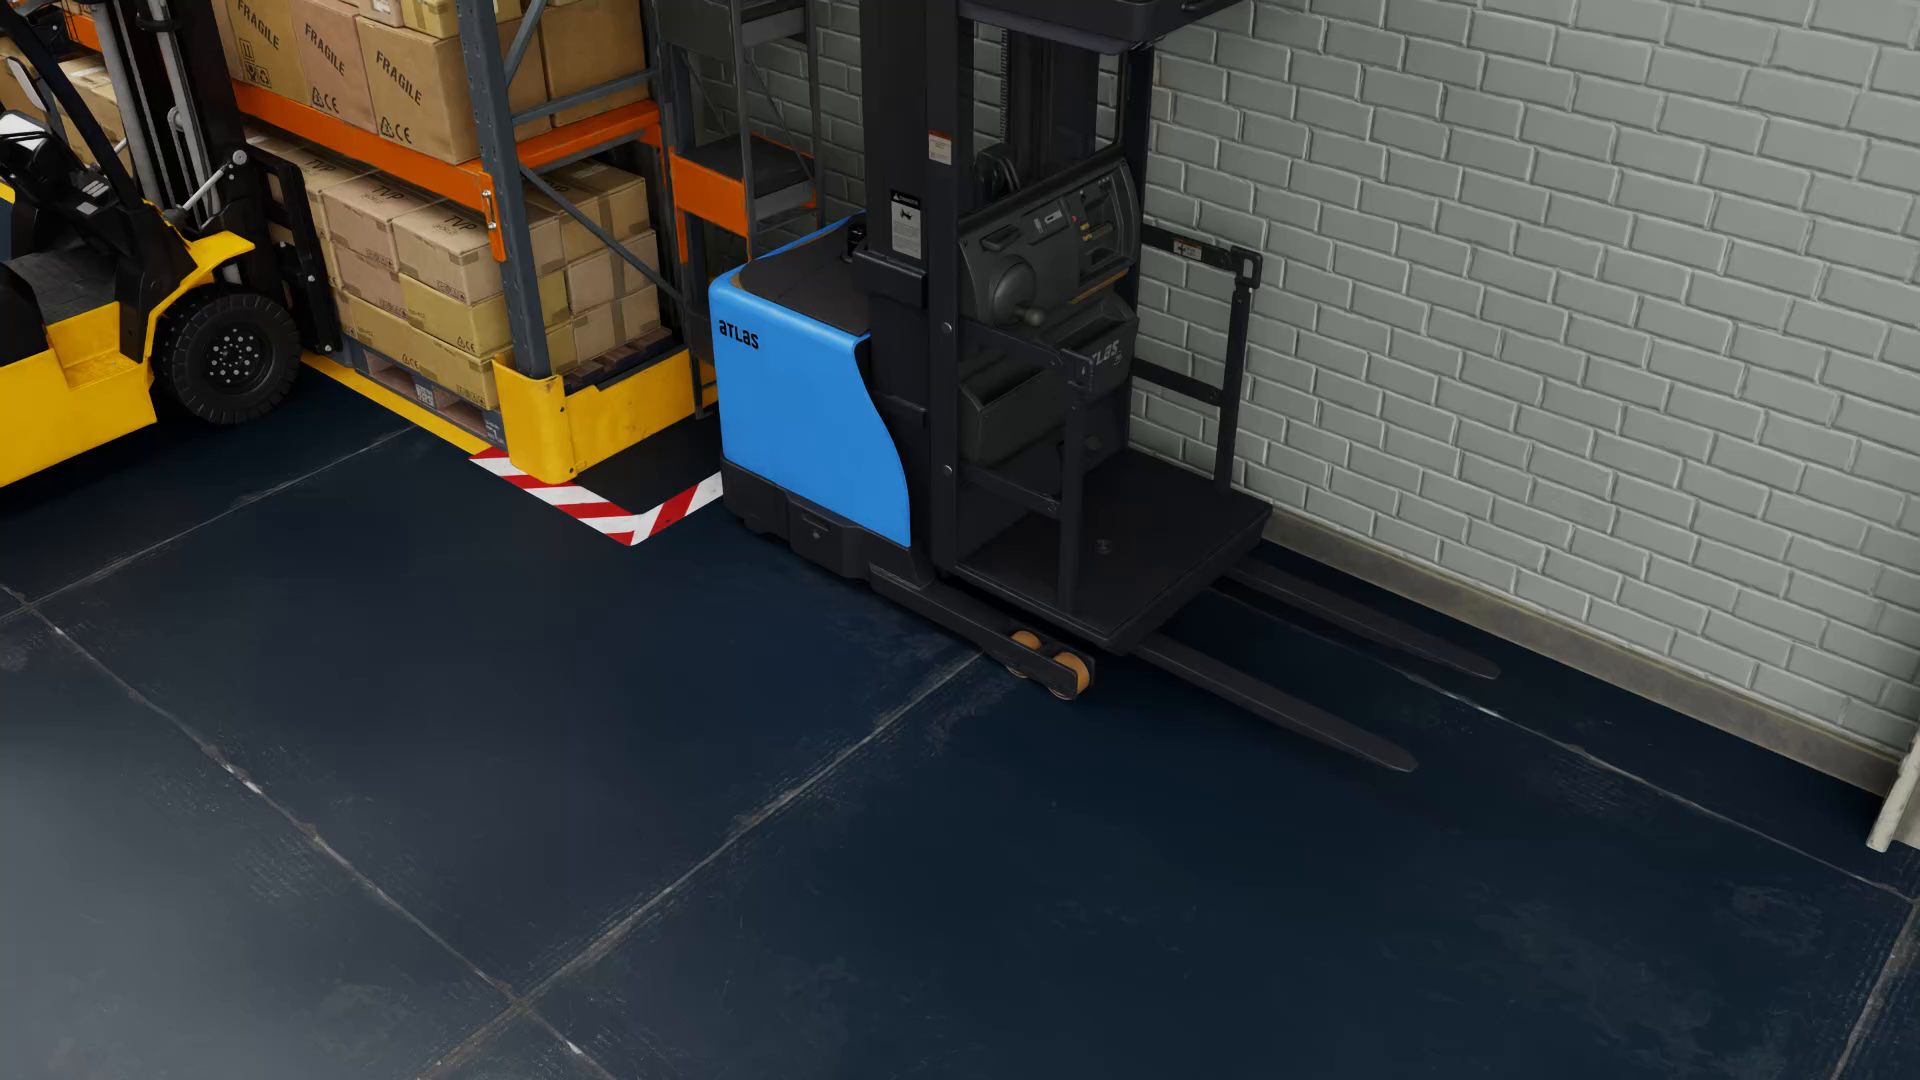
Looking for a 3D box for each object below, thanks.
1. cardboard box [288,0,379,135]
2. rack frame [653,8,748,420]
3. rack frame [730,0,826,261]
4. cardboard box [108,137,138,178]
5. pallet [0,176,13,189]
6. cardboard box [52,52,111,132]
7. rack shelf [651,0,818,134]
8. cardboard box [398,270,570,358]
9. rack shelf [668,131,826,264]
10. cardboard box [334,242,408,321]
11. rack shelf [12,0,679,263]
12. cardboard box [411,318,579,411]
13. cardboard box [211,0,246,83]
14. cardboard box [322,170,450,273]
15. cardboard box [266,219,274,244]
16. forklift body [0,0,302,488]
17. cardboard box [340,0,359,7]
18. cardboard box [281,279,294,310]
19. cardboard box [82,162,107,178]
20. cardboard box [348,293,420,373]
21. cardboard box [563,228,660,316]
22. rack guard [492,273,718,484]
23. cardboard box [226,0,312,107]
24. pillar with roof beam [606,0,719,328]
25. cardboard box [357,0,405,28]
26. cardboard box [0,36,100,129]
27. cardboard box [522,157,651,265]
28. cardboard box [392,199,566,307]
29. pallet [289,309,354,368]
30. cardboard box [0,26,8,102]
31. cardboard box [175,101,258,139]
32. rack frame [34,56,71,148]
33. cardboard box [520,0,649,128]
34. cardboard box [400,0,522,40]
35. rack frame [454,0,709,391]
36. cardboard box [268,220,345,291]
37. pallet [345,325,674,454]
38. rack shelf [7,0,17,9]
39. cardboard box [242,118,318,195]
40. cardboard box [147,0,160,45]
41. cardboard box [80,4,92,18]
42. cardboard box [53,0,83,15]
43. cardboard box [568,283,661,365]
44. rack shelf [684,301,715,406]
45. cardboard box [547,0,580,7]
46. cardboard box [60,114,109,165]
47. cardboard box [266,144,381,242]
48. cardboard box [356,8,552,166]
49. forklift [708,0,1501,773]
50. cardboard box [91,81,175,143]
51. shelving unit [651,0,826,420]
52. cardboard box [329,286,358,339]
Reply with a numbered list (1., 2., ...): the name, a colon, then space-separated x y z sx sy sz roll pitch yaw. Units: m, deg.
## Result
1. cardboard box: -2.442 -2.081 7.042 0.500 0.500 0.500 27 43 33
2. rack frame: -1.054 -1.491 7.066 0.015 2.100 0.400 29 44 35
3. rack frame: -0.705 -1.298 6.785 0.015 2.100 0.400 29 44 35
4. cardboard box: -4.014 -1.987 8.610 0.500 0.250 0.500 25 42 32
5. pallet: -5.168 -2.333 9.960 1.213 0.211 1.003 25 42 32
6. cardboard box: -4.406 -2.372 8.729 0.500 0.250 0.500 25 41 31
7. rack shelf: -0.879 -1.960 6.537 0.480 0.518 0.431 29 44 35
8. cardboard box: -2.077 -1.069 7.274 0.500 0.250 0.500 25 41 31
9. rack shelf: -0.879 -1.383 6.933 0.480 0.518 0.431 29 44 35
10. cardboard box: -2.455 -1.256 7.545 0.500 0.250 0.500 25 42 31
11. rack shelf: -3.040 -2.211 7.956 4.000 0.370 1.077 25 42 32
12. cardboard box: -2.066 -0.856 7.404 0.500 0.250 0.500 26 42 32
13. cardboard box: -3.229 -2.443 7.570 0.500 0.500 0.500 26 42 32
14. cardboard box: -2.452 -1.449 7.385 0.500 0.250 0.500 26 42 33
15. cardboard box: -3.248 -1.616 8.070 0.500 0.250 0.500 25 42 32
16. forklift body: -4.127 -1.327 6.782 1.214 2.155 2.313 25 42 32
17. cardboard box: -2.324 -2.296 6.782 0.250 0.149 0.380 26 42 33
18. cardboard box: -3.234 -1.404 8.202 0.500 0.250 0.500 27 43 33
19. cardboard box: -4.417 -1.953 9.002 0.500 0.250 0.500 26 42 32
20. cardboard box: -2.442 -1.040 7.673 0.500 0.250 0.500 25 42 32
21. cardboard box: -1.731 -1.290 7.595 0.500 0.250 0.500 26 42 33
22. rack guard: -1.484 -0.744 7.392 0.348 0.500 1.175 25 42 32
23. cardboard box: -2.836 -2.266 7.312 0.500 0.500 0.500 24 41 31
24. pillar with roof beam: -4.215 -3.028 3.210 0.400 9.000 9.100 25 42 32
25. cardboard box: -2.164 -2.175 6.607 0.250 0.149 0.380 26 42 33
26. cardboard box: -4.985 -2.611 9.628 0.625 0.625 0.875 27 43 34
27. cardboard box: -1.751 -1.492 7.447 0.500 0.250 0.500 25 41 31
28. cardboard box: -2.056 -1.266 7.119 0.500 0.250 0.500 27 43 33
29. pallet: -3.050 -1.335 8.507 1.213 0.211 1.003 25 42 32
30. cardboard box: -5.576 -2.895 10.043 0.625 0.625 0.875 25 42 31
31. cardboard box: -3.629 -2.008 8.198 0.500 0.250 0.500 27 43 33
32. rack frame: -4.577 -3.232 8.807 0.127 3.000 1.000 25 42 32
33. cardboard box: -1.706 -2.125 7.106 0.500 0.500 0.500 27 43 33
34. cardboard box: -1.948 -2.096 6.491 0.250 0.149 0.380 26 42 32
35. rack frame: -1.503 -1.783 6.697 0.127 3.000 1.000 25 42 32
36. cardboard box: -2.865 -1.434 7.804 0.500 0.250 0.500 24 41 31
37. pallet: -2.117 -0.893 7.863 1.213 0.211 1.003 25 42 32
38. rack shelf: -6.114 -3.660 10.065 4.000 0.370 1.077 25 42 32
39. cardboard box: -3.231 -1.814 7.916 0.500 0.250 0.500 24 41 31
40. cardboard box: -3.602 -2.635 7.849 0.500 0.500 0.500 25 42 31
41. cardboard box: -3.992 -2.818 8.115 0.500 0.500 0.500 26 42 33
42. cardboard box: -4.403 -2.999 8.379 0.500 0.500 0.500 24 41 31
43. cardboard box: -1.755 -1.086 7.740 0.500 0.250 0.500 25 42 32
44. rack shelf: -0.879 -0.806 7.330 0.480 0.518 0.431 29 44 35
45. cardboard box: -1.597 -2.328 6.829 0.250 0.149 0.380 24 41 31
46. cardboard box: -4.402 -2.169 8.874 0.500 0.250 0.500 25 42 32
47. cardboard box: -2.846 -1.627 7.644 0.500 0.250 0.500 26 42 32
48. cardboard box: -2.049 -1.889 6.762 0.500 0.500 0.500 24 41 31
49. forklift: 0.482 -0.980 5.588 3.031 2.935 1.130 25 42 32
50. cardboard box: -4.019 -2.183 8.453 0.500 0.250 0.500 25 42 32
51. shelving unit: -0.879 -1.395 6.926 0.503 2.100 0.431 29 44 35
52. cardboard box: -2.821 -1.225 7.942 0.500 0.250 0.500 26 42 32
